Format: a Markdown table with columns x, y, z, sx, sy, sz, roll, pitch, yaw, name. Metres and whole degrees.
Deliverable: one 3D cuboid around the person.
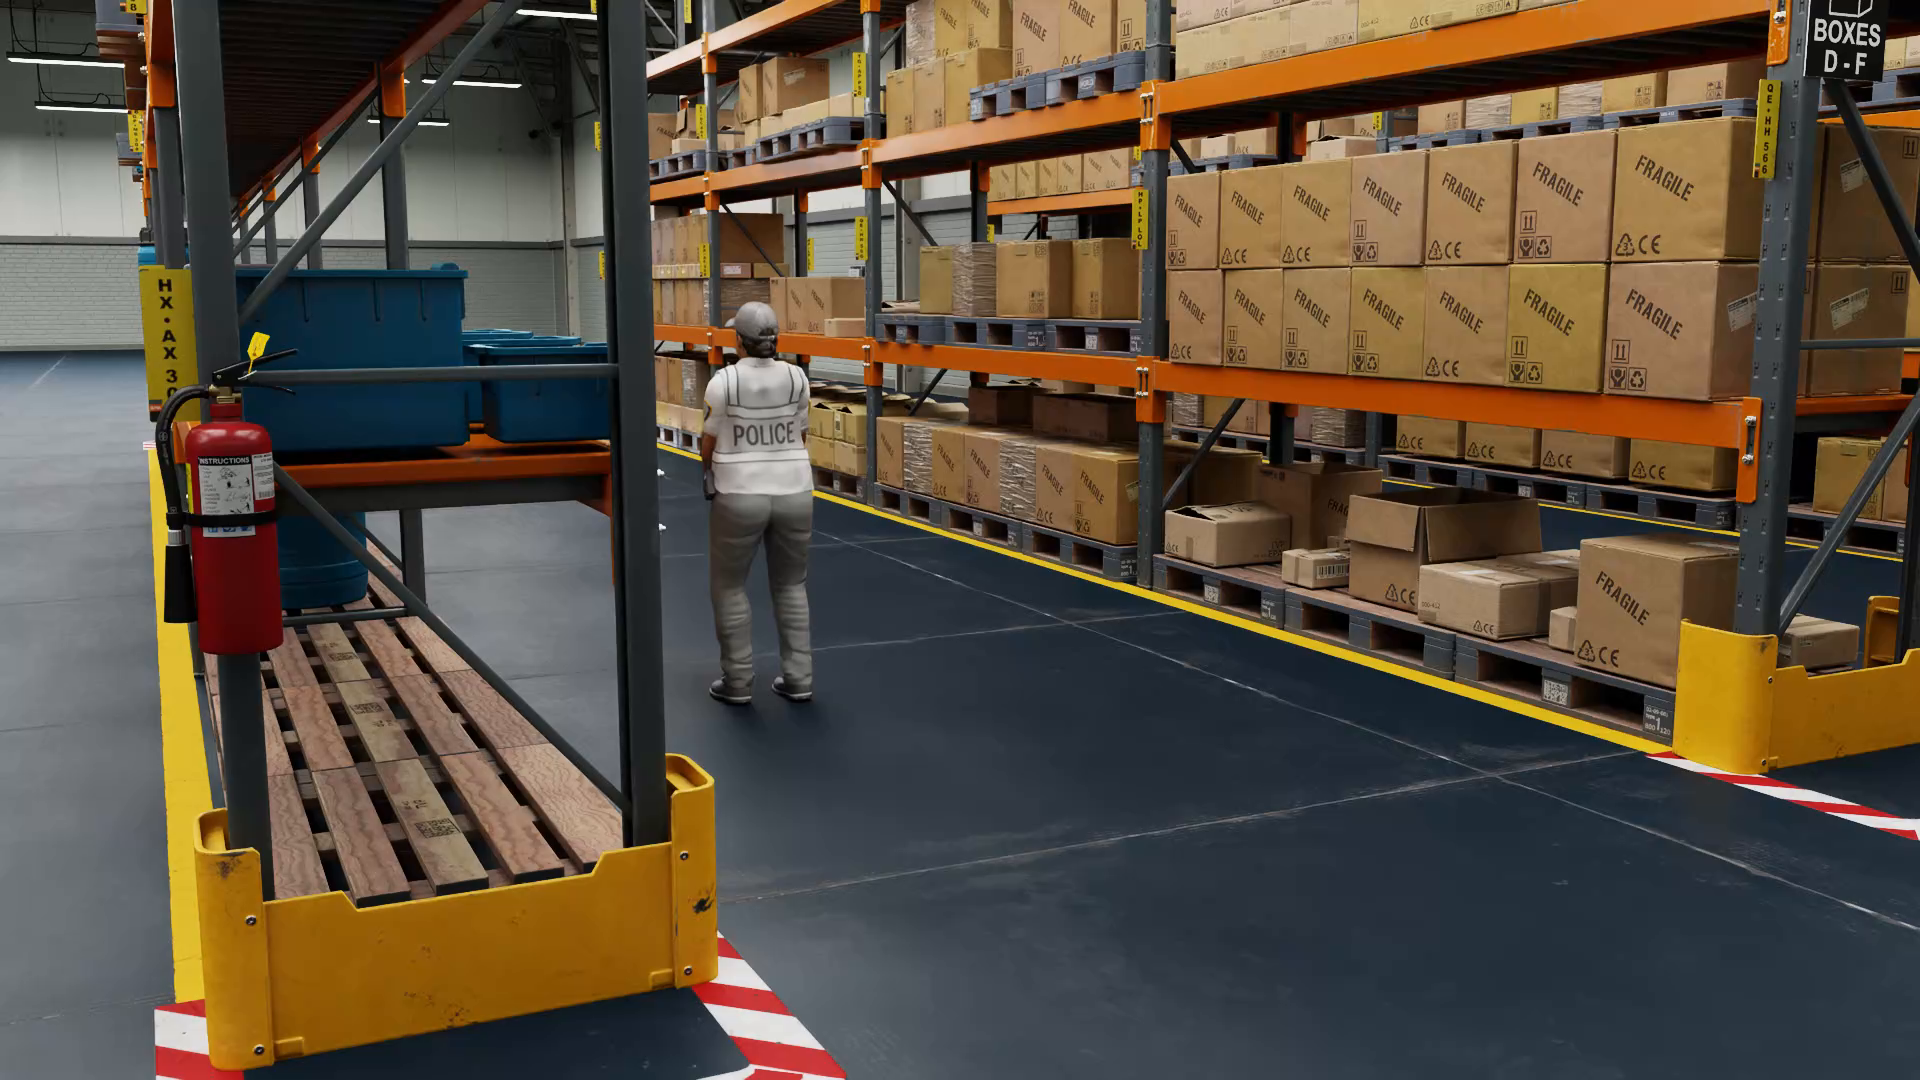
| x | y | z | sx | sy | sz | roll | pitch | yaw | name |
| --- | --- | --- | --- | --- | --- | --- | --- | --- | --- |
| -0.858 | -0.155 | 6.895 | 0.453 | 1.653 | 0.534 | -4 | 10 | -26 | person |
